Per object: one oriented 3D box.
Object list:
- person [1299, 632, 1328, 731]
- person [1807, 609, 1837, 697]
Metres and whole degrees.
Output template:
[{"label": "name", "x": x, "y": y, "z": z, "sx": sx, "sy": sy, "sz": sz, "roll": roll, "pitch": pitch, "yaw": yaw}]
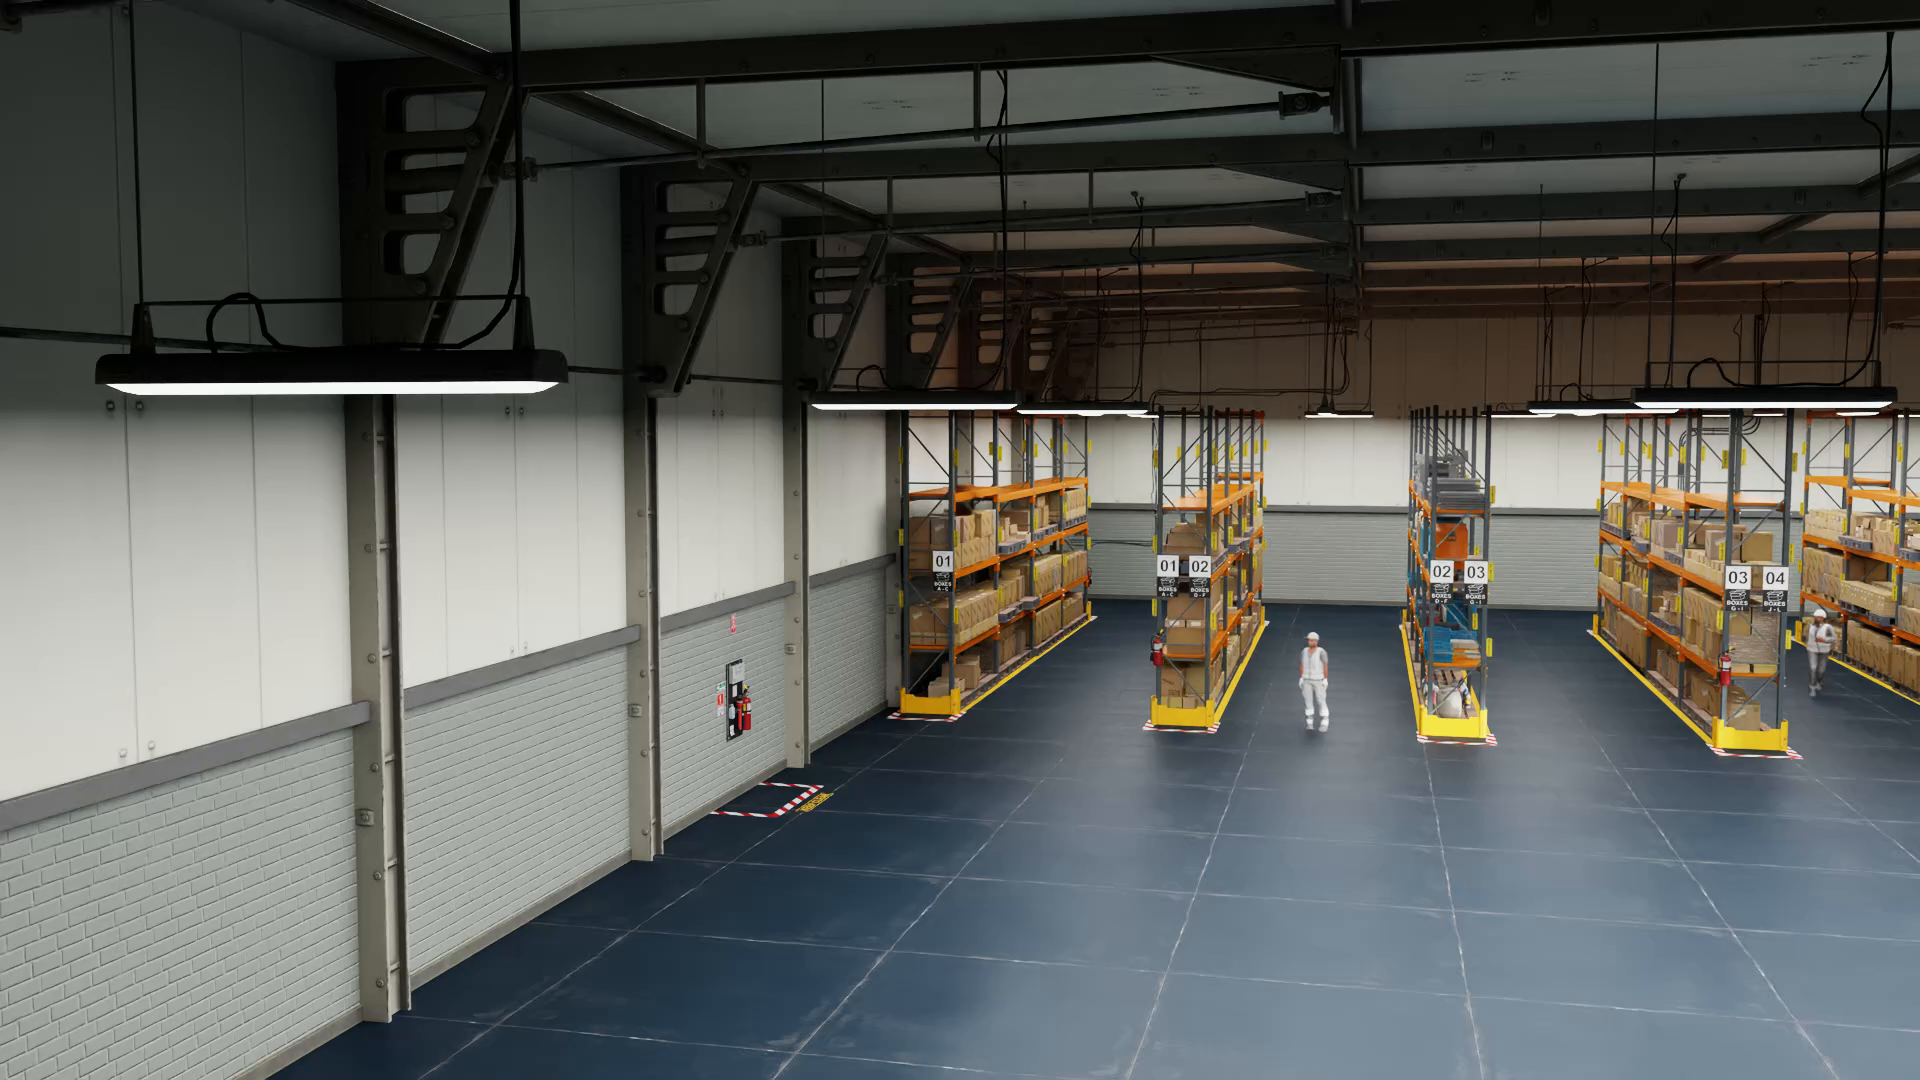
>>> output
[{"label": "person", "x": 6.551, "y": 2.615, "z": 30.821, "sx": 0.598, "sy": 1.793, "sz": 0.412, "roll": 3, "pitch": 5, "yaw": 37}, {"label": "person", "x": 17.986, "y": 2.352, "z": 34.756, "sx": 0.537, "sy": 1.816, "sz": 0.829, "roll": 1, "pitch": 4, "yaw": 18}]
